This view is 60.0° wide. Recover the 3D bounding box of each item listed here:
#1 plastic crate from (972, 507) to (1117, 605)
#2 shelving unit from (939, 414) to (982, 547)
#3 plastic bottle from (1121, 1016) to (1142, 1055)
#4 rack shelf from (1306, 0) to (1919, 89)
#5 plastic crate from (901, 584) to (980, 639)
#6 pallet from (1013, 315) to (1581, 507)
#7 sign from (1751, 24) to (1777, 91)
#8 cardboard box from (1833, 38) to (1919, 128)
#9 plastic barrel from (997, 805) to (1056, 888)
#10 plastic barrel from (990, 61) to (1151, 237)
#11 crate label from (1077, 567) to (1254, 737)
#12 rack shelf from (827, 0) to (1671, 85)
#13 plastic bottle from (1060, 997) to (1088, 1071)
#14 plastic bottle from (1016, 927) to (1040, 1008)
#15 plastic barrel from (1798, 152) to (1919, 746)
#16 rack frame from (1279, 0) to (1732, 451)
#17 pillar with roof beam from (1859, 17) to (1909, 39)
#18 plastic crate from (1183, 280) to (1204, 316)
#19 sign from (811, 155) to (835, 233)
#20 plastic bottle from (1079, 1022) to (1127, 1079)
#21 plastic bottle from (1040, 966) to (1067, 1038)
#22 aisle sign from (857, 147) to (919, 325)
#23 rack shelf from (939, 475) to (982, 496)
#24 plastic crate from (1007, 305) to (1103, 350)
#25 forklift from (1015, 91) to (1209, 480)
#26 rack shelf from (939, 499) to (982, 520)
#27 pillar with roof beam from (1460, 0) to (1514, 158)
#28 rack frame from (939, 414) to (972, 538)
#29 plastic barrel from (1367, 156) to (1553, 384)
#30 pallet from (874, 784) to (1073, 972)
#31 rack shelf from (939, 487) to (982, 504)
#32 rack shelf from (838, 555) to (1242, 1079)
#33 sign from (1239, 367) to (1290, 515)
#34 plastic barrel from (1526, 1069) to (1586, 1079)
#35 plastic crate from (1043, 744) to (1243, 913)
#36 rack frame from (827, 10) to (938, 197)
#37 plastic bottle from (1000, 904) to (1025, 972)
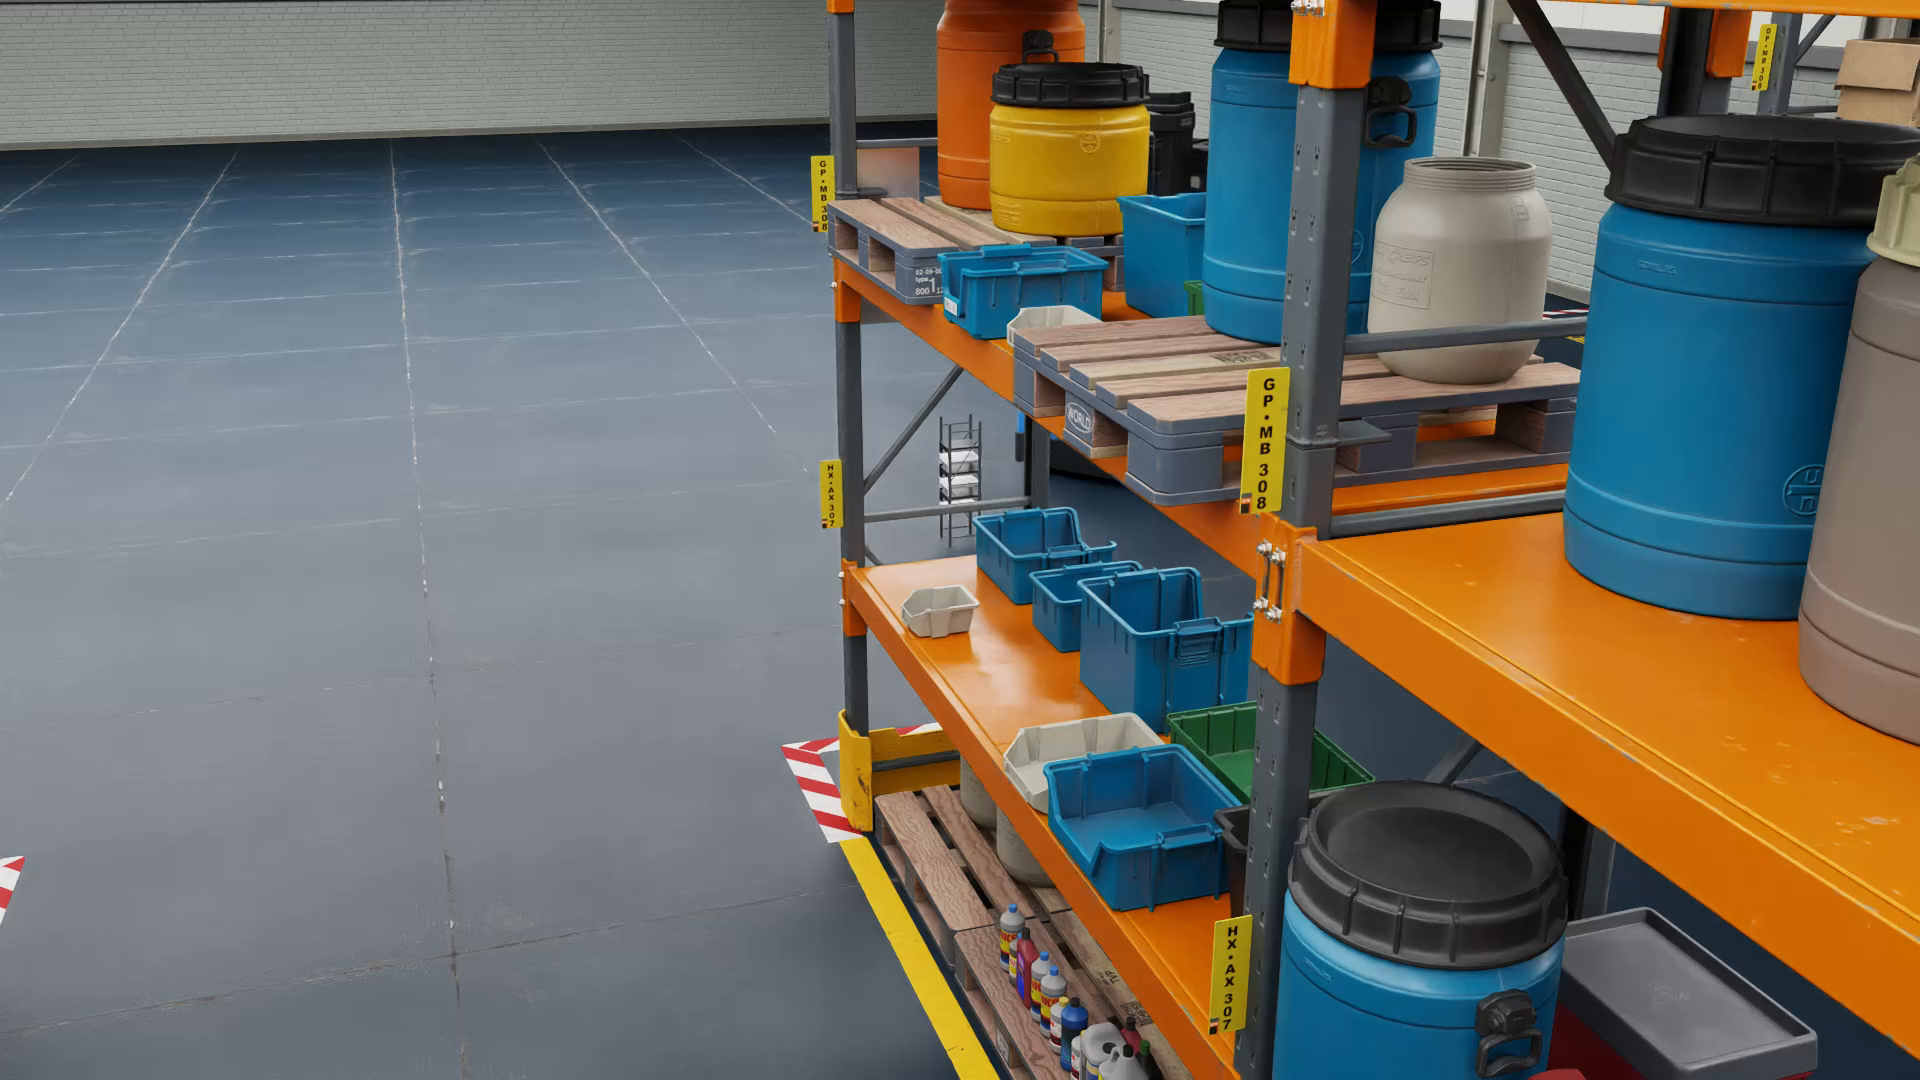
[{"bbox_3d":[0.374,0.062,7.527,0.499,0.251,0.616,-6,21,-17],"label":"plastic crate"},{"bbox_3d":[0.003,-0.421,11.757,0.258,0.900,0.210,-6,21,-17],"label":"shelving unit"},{"bbox_3d":[0.606,1.813,5.800,0.061,0.283,0.133,-6,21,-17],"label":"plastic bottle"},{"bbox_3d":[1.819,-0.508,1.675,1.077,0.370,4.000,-6,21,-17],"label":"rack shelf"},{"bbox_3d":[-0.091,0.308,7.011,0.298,0.136,0.250,-6,21,-17],"label":"plastic crate"},{"bbox_3d":[0.870,-0.397,4.428,1.213,0.211,1.003,-6,21,-17],"label":"pallet"},{"bbox_3d":[4.107,-2.465,8.496,0.100,0.325,0.005,-6,21,-17],"label":"sign"},{"bbox_3d":[4.813,-2.201,8.189,0.797,0.503,0.637,-5,20,-13],"label":"cardboard box"},{"bbox_3d":[0.370,1.200,7.197,0.421,0.512,0.421,0,20,0],"label":"plastic barrel"},{"bbox_3d":[0.412,-1.483,6.270,0.600,0.588,0.600,0,20,0],"label":"plastic barrel"},{"bbox_3d":[0.768,0.408,6.290,0.502,0.435,0.616,-6,21,-17],"label":"crate label"},{"bbox_3d":[0.561,-1.792,5.249,1.077,0.370,4.000,-6,21,-17],"label":"rack shelf"},{"bbox_3d":[0.410,1.762,5.959,0.097,0.271,0.097,0,20,0],"label":"plastic bottle"},{"bbox_3d":[0.261,1.624,6.326,0.061,0.283,0.133,-6,21,-16],"label":"plastic bottle"},{"bbox_3d":[1.761,-0.151,2.721,0.600,0.901,0.600,0,20,0],"label":"plastic barrel"},{"bbox_3d":[1.190,-1.677,3.273,1.000,3.000,0.127,-6,21,-17],"label":"rack frame"},{"bbox_3d":[4.406,-5.348,13.495,9.100,9.000,0.400,-6,21,-17],"label":"pillar with roof beam"},{"bbox_3d":[0.952,-0.701,5.306,0.336,0.188,0.450,-6,21,-17],"label":"plastic crate"},{"bbox_3d":[-0.591,-1.496,7.193,0.100,0.325,0.005,-6,21,-17],"label":"sign"},{"bbox_3d":[0.505,1.828,5.769,0.152,0.276,0.135,-6,21,-16],"label":"plastic bottle"},{"bbox_3d":[0.346,1.697,6.140,0.097,0.271,0.097,0,20,0],"label":"plastic bottle"},{"bbox_3d":[-0.368,-1.352,7.399,0.394,0.787,0.004,-6,21,-17],"label":"aisle sign"},{"bbox_3d":[0.003,-0.390,11.768,0.258,0.077,0.200,-6,21,-17],"label":"rack shelf"},{"bbox_3d":[0.302,-0.613,5.139,0.243,0.136,0.396,-6,21,-17],"label":"plastic crate"},{"bbox_3d":[1.673,-2.287,13.948,1.130,2.935,3.031,12,23,31],"label":"forklift"},{"bbox_3d":[0.003,-0.220,11.829,0.258,0.077,0.200,-6,21,-17],"label":"rack shelf"},{"bbox_3d":[2.520,-7.274,18.855,9.100,9.000,0.400,-6,21,-17],"label":"pillar with roof beam"},{"bbox_3d":[-0.029,-0.454,11.848,0.240,0.900,0.006,-6,21,-17],"label":"rack frame"},{"bbox_3d":[1.241,-0.674,4.133,0.421,0.512,0.421,0,20,0],"label":"plastic barrel"},{"bbox_3d":[0.251,1.456,7.551,1.003,0.211,1.213,-6,21,-17],"label":"pallet"},{"bbox_3d":[0.003,-0.305,11.799,0.258,0.077,0.200,-6,21,-17],"label":"rack shelf"},{"bbox_3d":[0.561,0.843,6.195,1.077,0.370,4.000,-6,21,-17],"label":"rack shelf"},{"bbox_3d":[0.664,-0.214,3.625,0.100,0.325,0.005,-6,21,-17],"label":"sign"},{"bbox_3d":[1.282,1.413,3.344,0.433,0.535,0.433,0,20,0],"label":"plastic barrel"},{"bbox_3d":[0.584,0.890,5.221,0.499,0.251,0.616,-6,21,-17],"label":"plastic crate"},{"bbox_3d":[-0.067,-2.960,6.847,1.000,3.000,0.127,-6,21,-17],"label":"rack frame"},{"bbox_3d":[0.207,1.555,6.535,0.097,0.271,0.097,0,20,0],"label":"plastic bottle"}]
